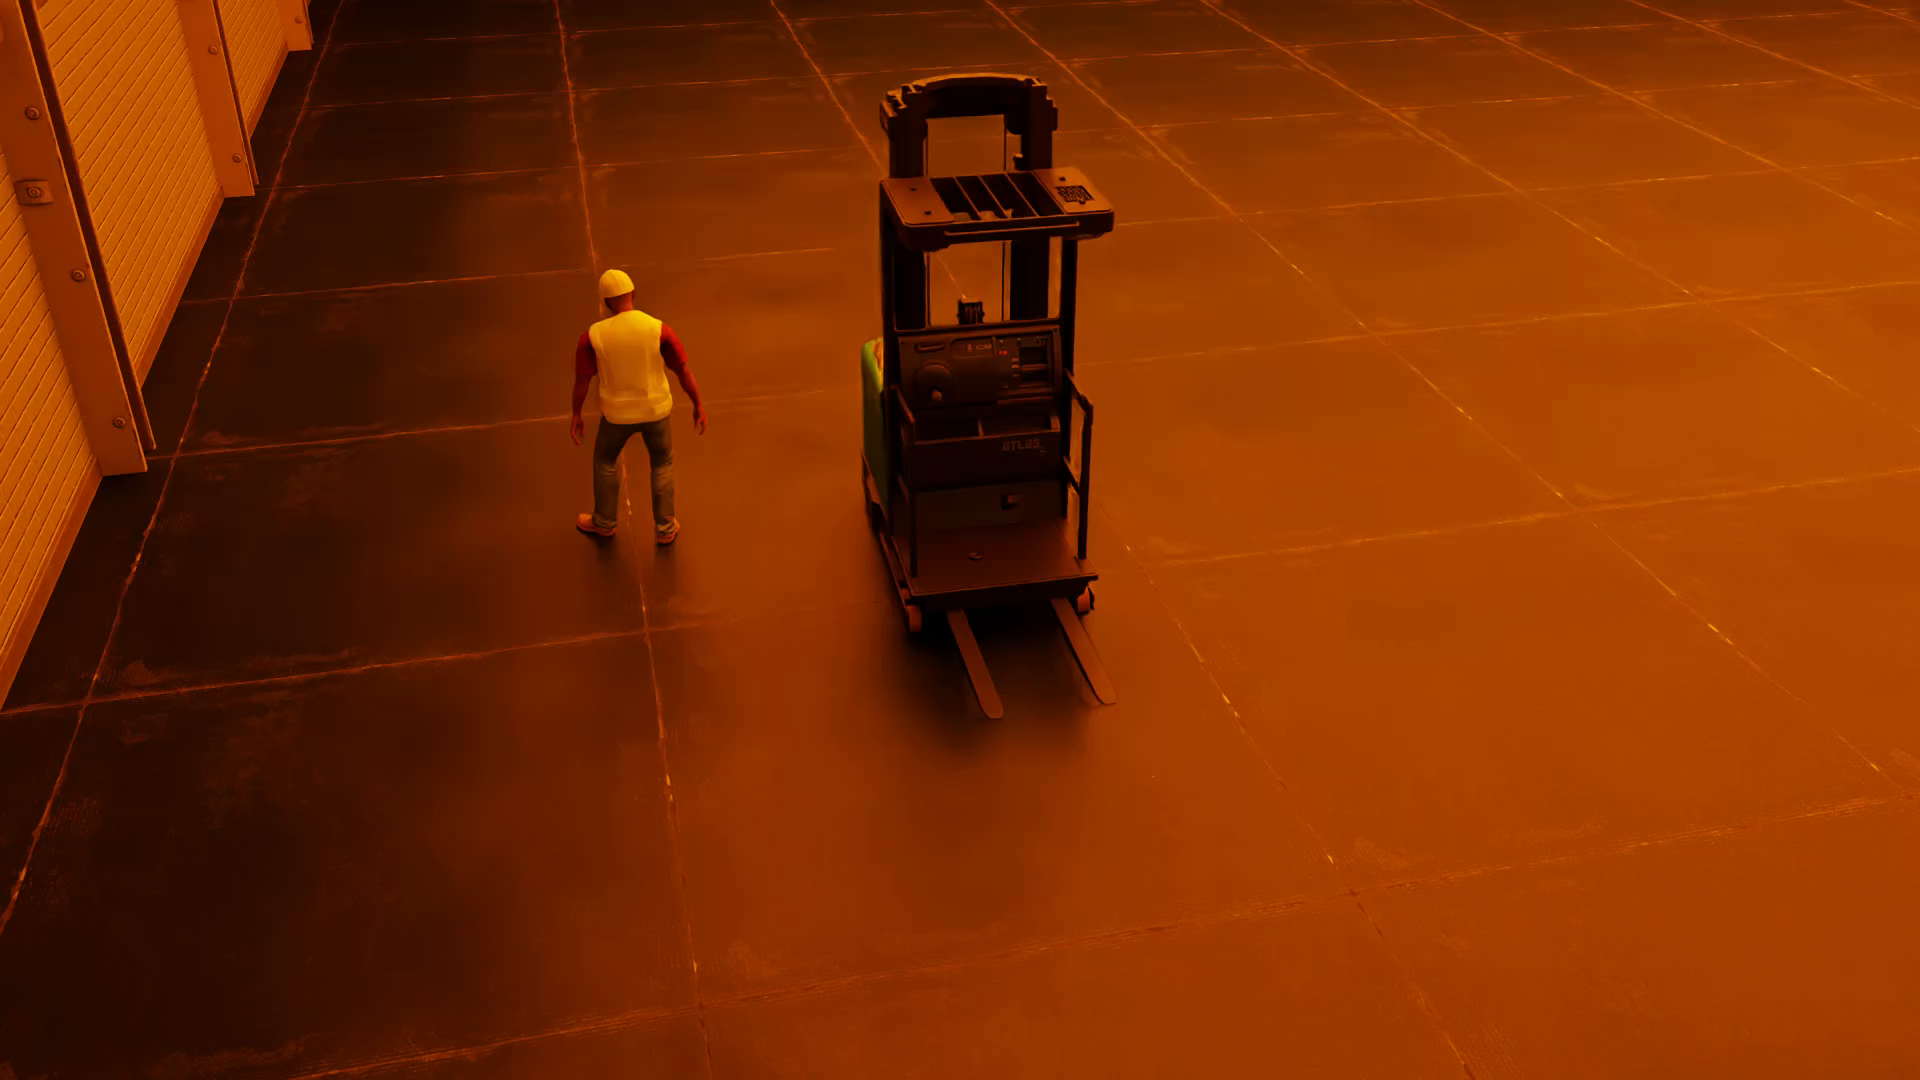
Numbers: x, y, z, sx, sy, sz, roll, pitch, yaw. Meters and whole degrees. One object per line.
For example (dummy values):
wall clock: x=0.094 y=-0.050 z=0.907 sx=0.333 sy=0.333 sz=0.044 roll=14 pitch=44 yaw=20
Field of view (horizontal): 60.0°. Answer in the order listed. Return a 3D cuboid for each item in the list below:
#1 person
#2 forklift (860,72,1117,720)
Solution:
person: x=-2.000 y=-0.814 z=10.186 sx=0.876 sy=1.731 sz=0.461 roll=-5 pitch=30 yaw=-8
forklift: x=0.163 y=-0.938 z=9.195 sx=1.130 sy=2.935 sz=3.031 roll=-6 pitch=31 yaw=-10
